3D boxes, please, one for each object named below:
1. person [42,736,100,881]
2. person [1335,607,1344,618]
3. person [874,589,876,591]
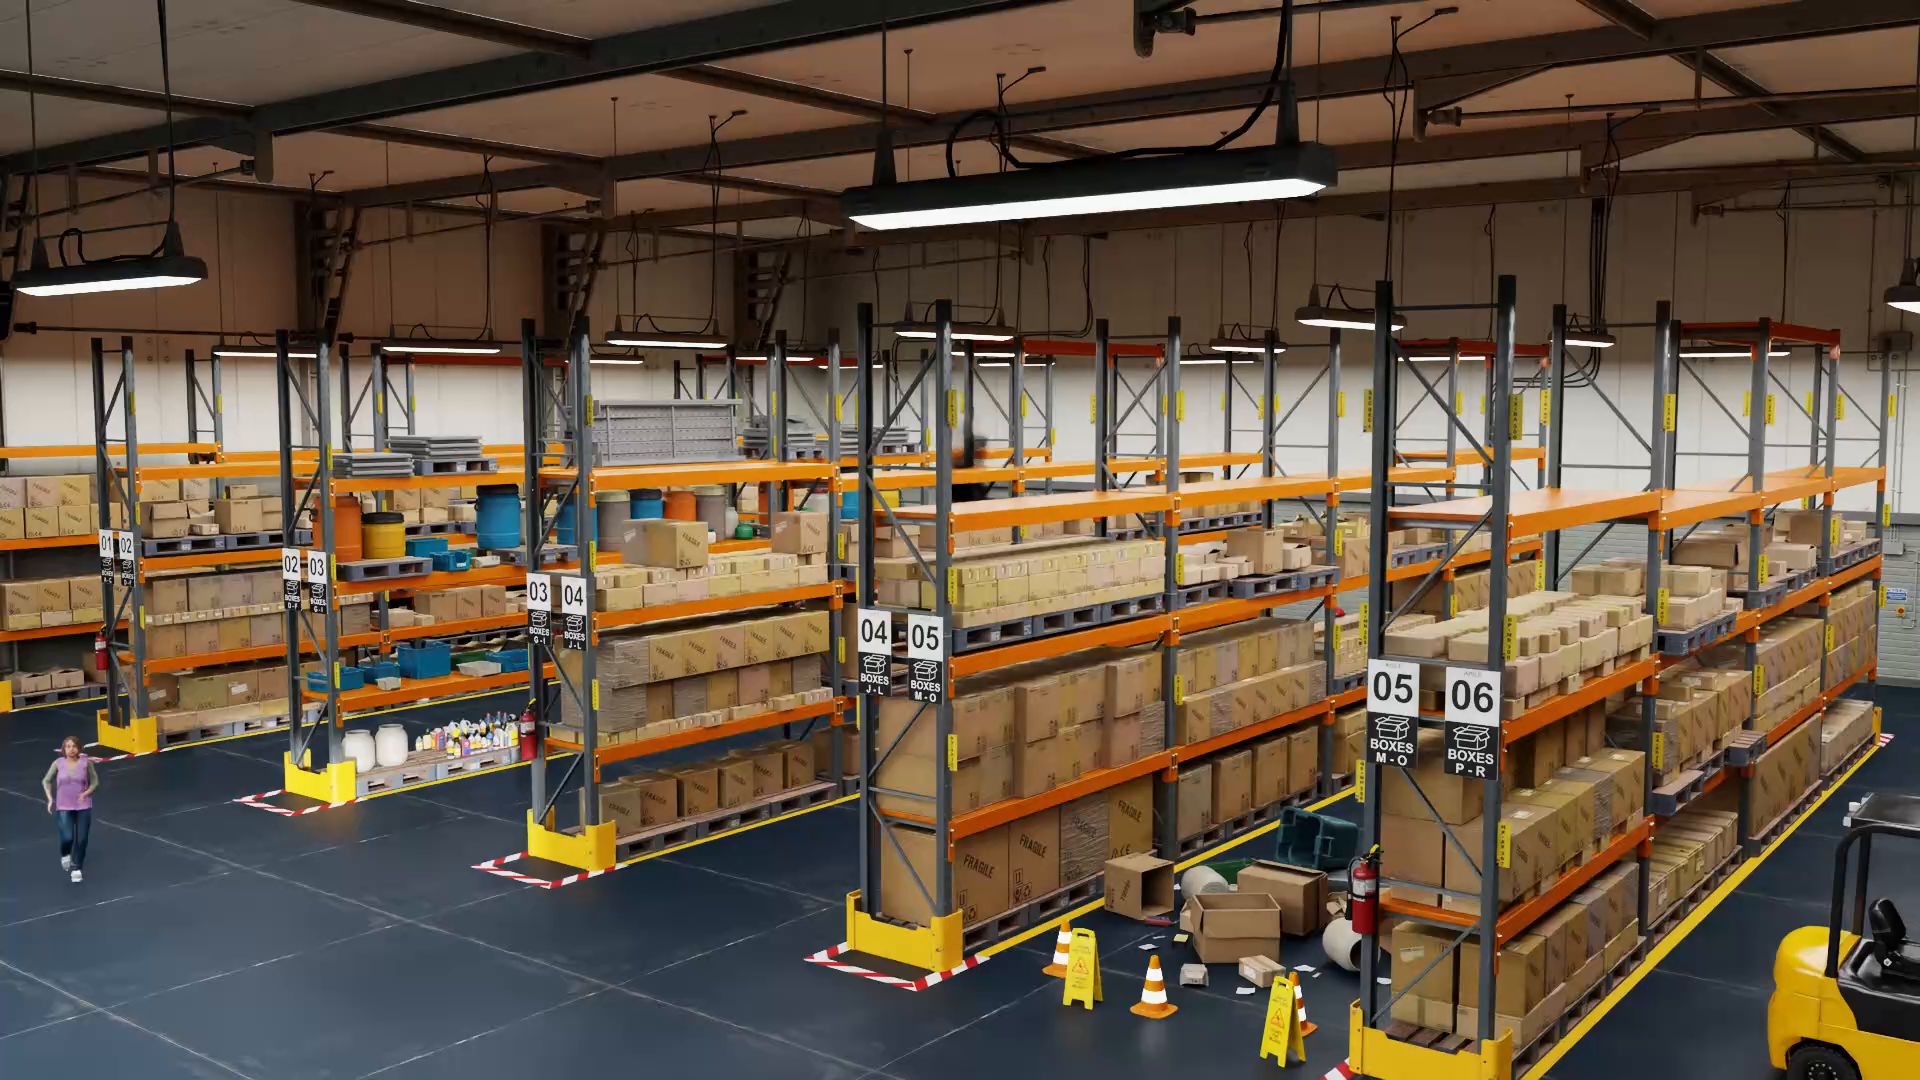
[{"bbox_3d":[-9.403,2.859,17.624,0.529,1.554,0.534,-3,6,-31],"label":"person"},{"bbox_3d":[6.194,1.950,27.049,0.740,1.738,0.638,-5,7,-44],"label":"person"},{"bbox_3d":[-1.714,1.298,34.992,0.582,1.749,0.789,3,6,28],"label":"person"}]
